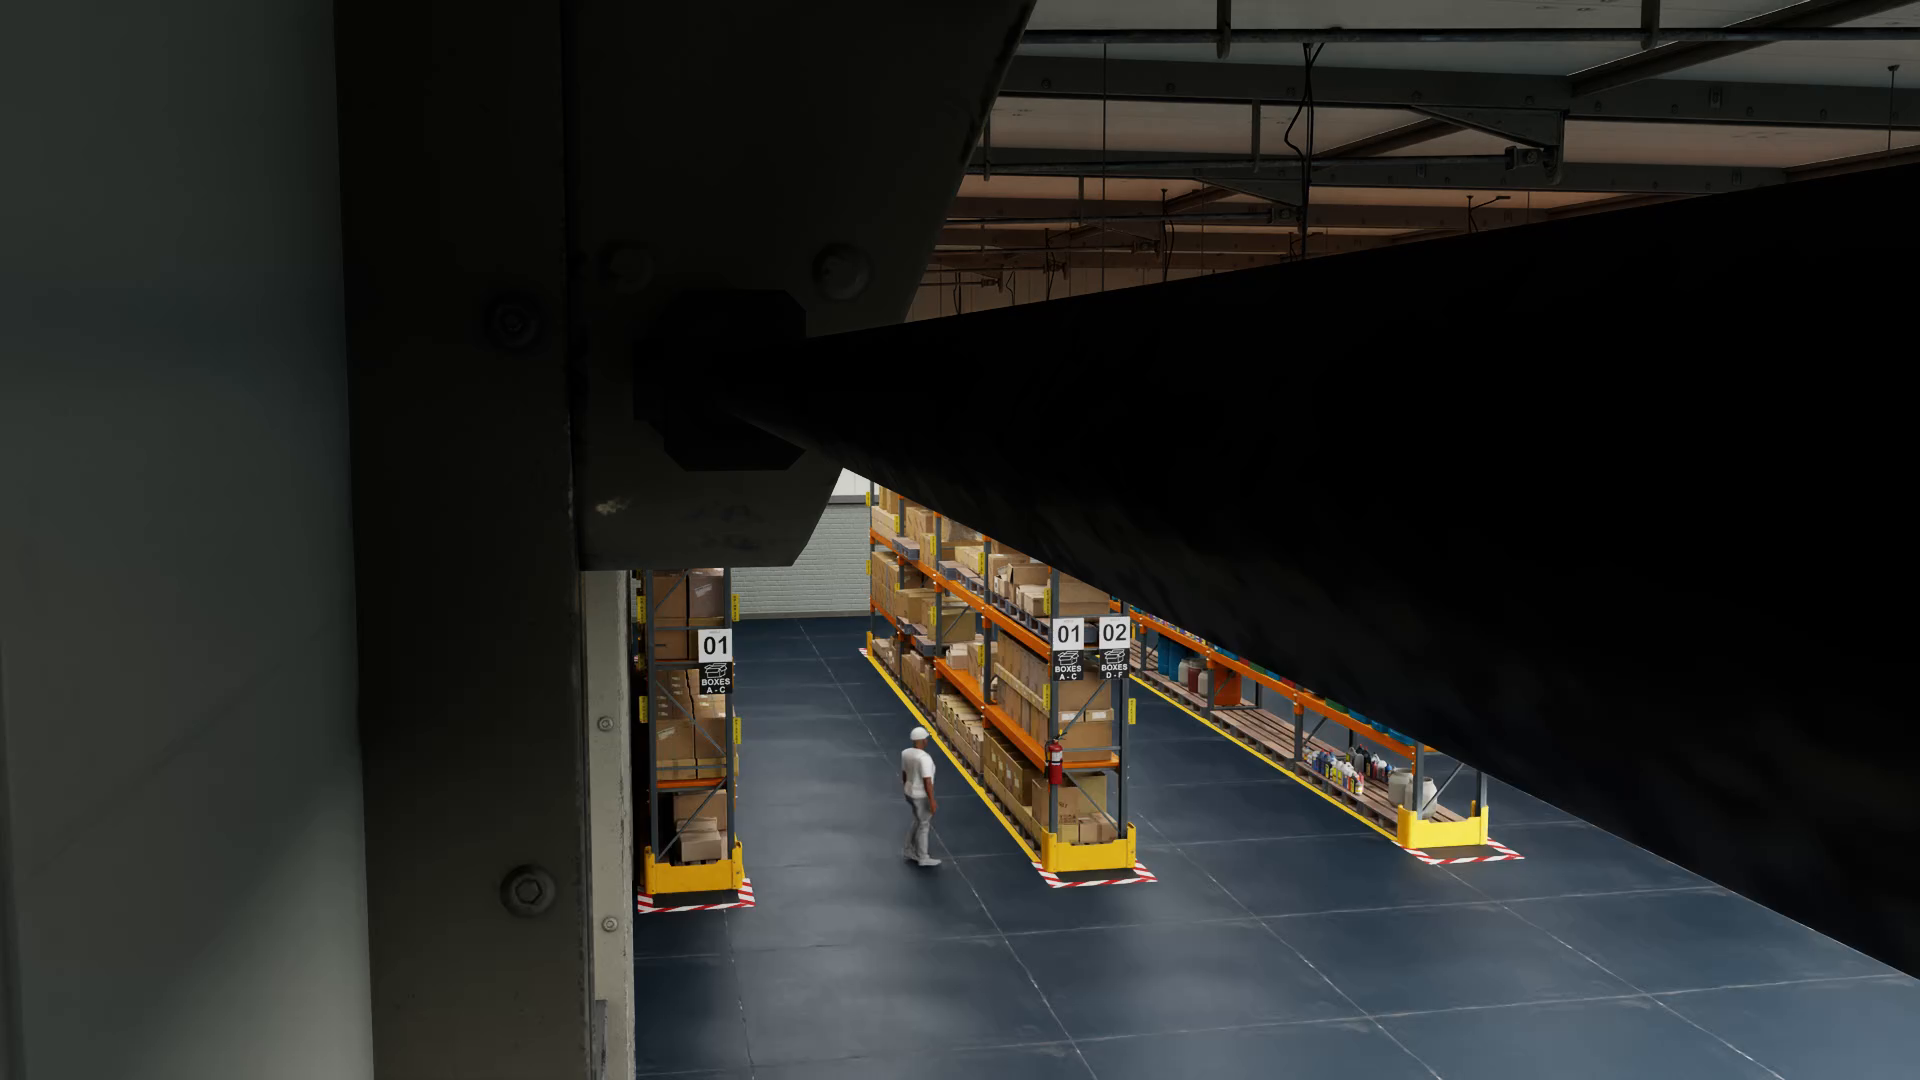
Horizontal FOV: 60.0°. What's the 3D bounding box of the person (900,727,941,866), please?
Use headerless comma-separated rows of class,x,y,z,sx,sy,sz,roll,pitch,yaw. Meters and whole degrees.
person,-0.491,3.265,21.161,0.416,1.797,0.663,-3,7,-28
